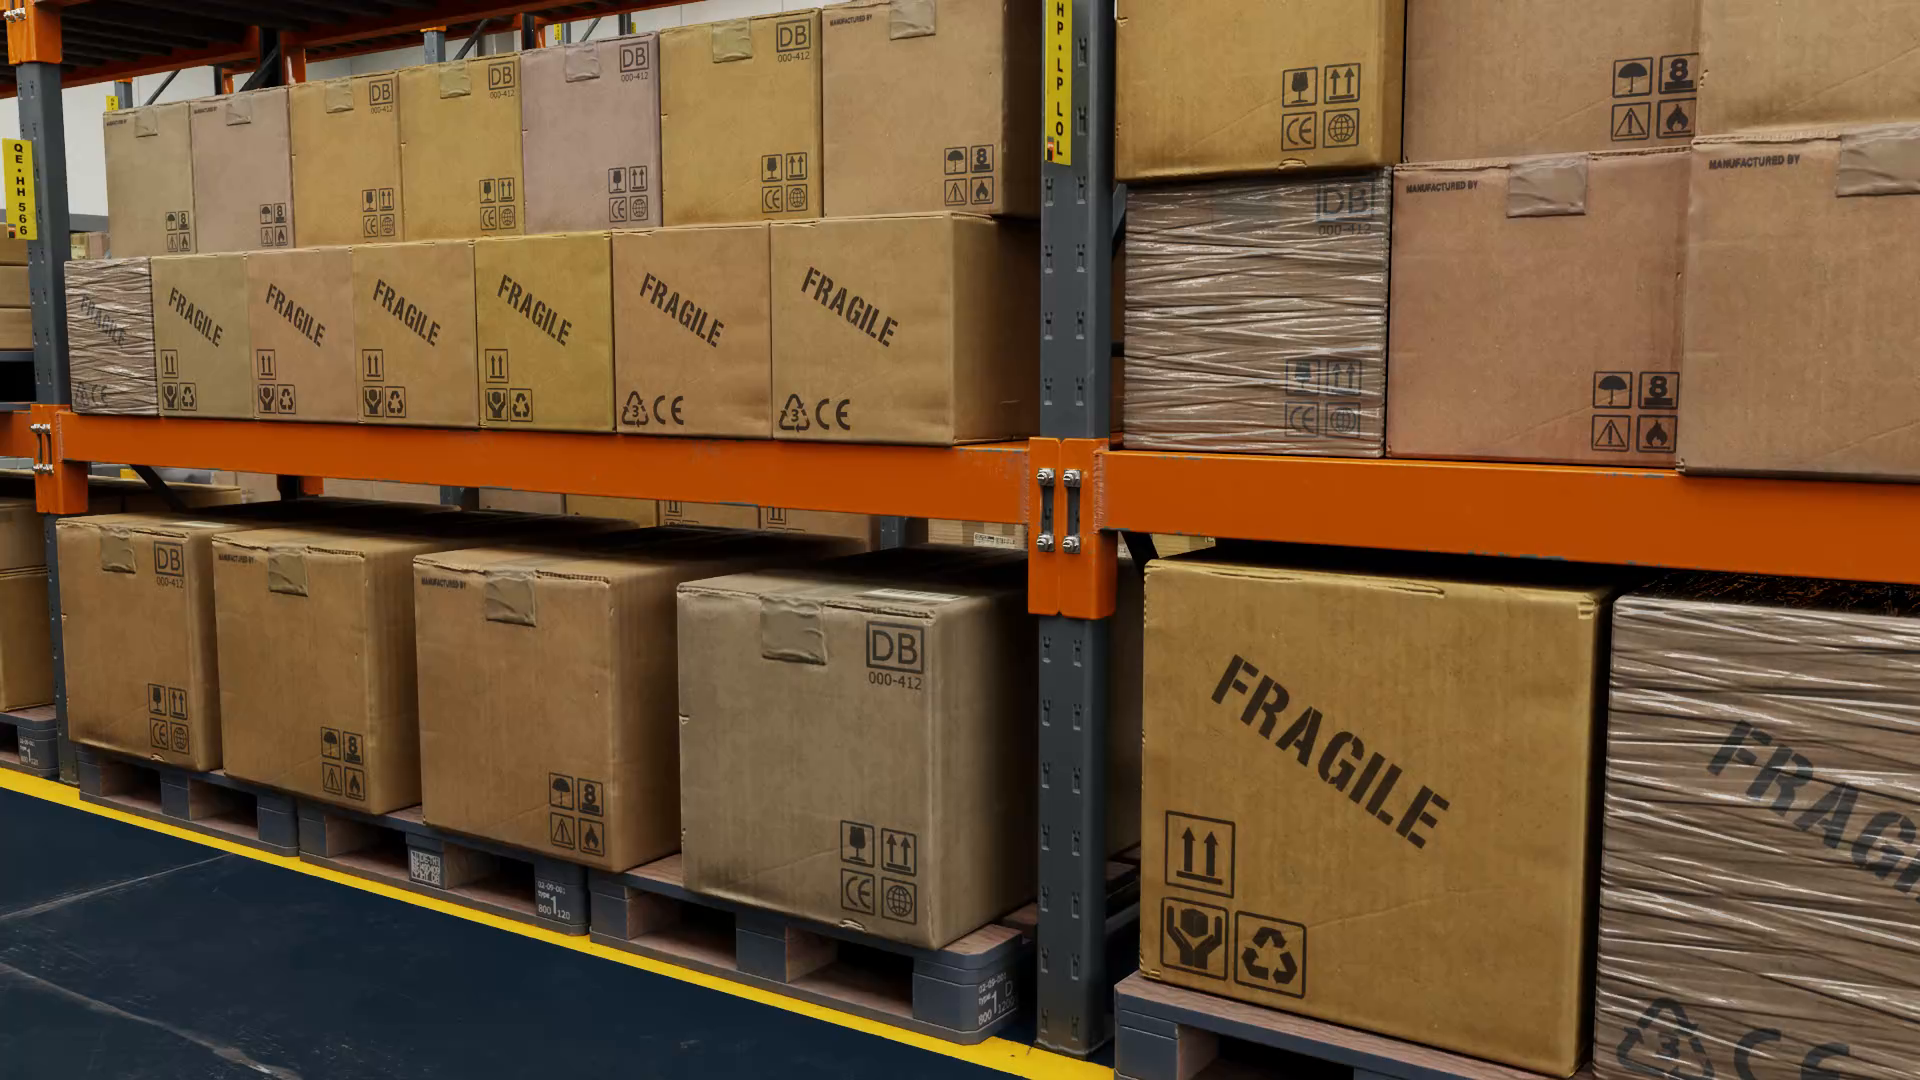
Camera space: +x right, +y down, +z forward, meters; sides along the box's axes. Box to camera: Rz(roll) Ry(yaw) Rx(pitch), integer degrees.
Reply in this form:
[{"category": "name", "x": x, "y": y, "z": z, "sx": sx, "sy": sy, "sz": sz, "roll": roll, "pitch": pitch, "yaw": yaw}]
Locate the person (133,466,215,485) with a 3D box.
[{"category": "person", "x": -4.205, "y": -0.363, "z": 8.932, "sx": 0.582, "sy": 1.675, "sz": 0.485, "roll": 5, "pitch": 8, "yaw": 36}]
